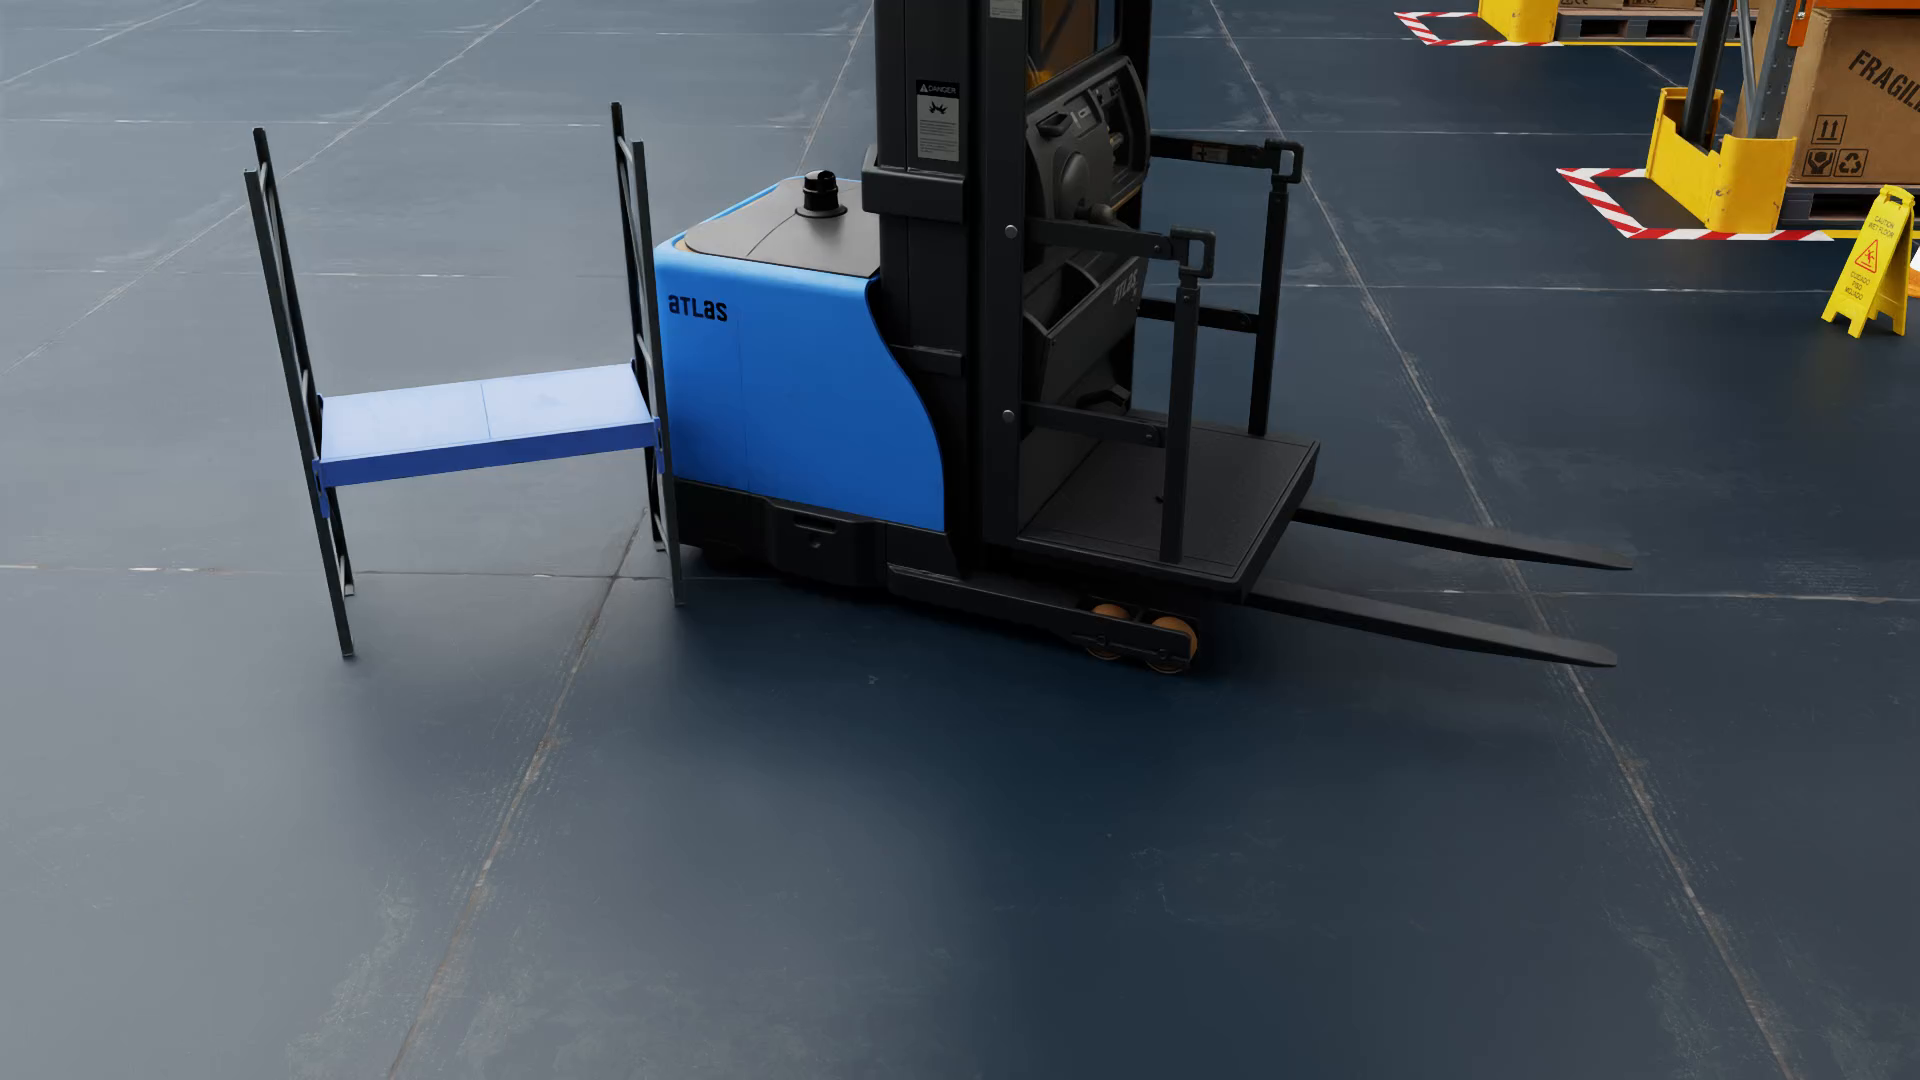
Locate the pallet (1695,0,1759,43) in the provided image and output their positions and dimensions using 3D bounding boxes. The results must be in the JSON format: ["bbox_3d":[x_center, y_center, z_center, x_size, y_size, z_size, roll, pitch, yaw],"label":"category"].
[{"bbox_3d":[6.592,-4.258,13.557,1.213,0.211,1.003,1,28,2],"label":"pallet"}]

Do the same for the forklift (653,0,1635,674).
[{"bbox_3d":[0.571,-1.177,4.842,3.031,2.935,1.130,12,30,21],"label":"forklift"}]

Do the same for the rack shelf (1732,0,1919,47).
[{"bbox_3d":[6.212,-2.872,8.733,4.000,0.370,1.077,1,28,2],"label":"rack shelf"}]

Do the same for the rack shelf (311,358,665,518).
[{"bbox_3d":[-1.461,-0.331,5.157,1.000,0.185,0.538,-9,29,-16],"label":"rack shelf"}]

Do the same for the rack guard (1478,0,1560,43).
[{"bbox_3d":[4.565,-4.437,13.587,0.348,0.500,1.175,1,28,2],"label":"rack guard"}]

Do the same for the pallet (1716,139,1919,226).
[{"bbox_3d":[5.015,-2.014,9.325,1.213,0.211,1.003,1,28,2],"label":"pallet"}]

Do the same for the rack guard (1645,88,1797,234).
[{"bbox_3d":[4.189,-2.119,9.213,0.348,0.500,1.175,1,28,2],"label":"rack guard"}]

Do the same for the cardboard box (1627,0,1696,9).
[{"bbox_3d":[5.711,-4.612,13.468,0.500,0.500,0.500,8,29,15],"label":"cardboard box"}]

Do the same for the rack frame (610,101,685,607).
[{"bbox_3d":[-0.977,-0.562,5.210,0.032,1.500,0.500,-9,29,-16],"label":"rack frame"}]

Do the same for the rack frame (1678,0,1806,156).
[{"bbox_3d":[4.213,-3.223,8.627,0.127,3.000,1.000,1,28,2],"label":"rack frame"}]

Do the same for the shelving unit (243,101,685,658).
[{"bbox_3d":[-1.461,-0.490,5.072,1.048,1.500,0.538,-9,29,-16],"label":"shelving unit"}]

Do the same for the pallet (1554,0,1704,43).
[{"bbox_3d":[5.376,-4.280,13.598,1.213,0.211,1.003,1,28,2],"label":"pallet"}]

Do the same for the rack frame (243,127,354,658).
[{"bbox_3d":[-1.945,-0.417,4.935,0.032,1.500,0.500,-9,29,-16],"label":"rack frame"}]

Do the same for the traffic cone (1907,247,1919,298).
[{"bbox_3d":[4.694,-1.429,7.951,0.334,0.463,0.336,1,28,2],"label":"traffic cone"}]

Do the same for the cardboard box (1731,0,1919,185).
[{"bbox_3d":[4.893,-2.490,9.064,0.875,0.875,0.875,1,28,2],"label":"cardboard box"}]

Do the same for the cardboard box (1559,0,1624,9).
[{"bbox_3d":[5.113,-4.606,13.457,0.500,0.500,0.500,6,29,11],"label":"cardboard box"}]

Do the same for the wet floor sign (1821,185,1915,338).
[{"bbox_3d":[4.114,-1.256,7.431,0.232,0.644,0.267,-4,28,-7],"label":"wet floor sign"}]

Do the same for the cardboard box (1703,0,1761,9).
[{"bbox_3d":[6.336,-4.593,13.432,0.500,0.500,0.500,4,28,7],"label":"cardboard box"}]
